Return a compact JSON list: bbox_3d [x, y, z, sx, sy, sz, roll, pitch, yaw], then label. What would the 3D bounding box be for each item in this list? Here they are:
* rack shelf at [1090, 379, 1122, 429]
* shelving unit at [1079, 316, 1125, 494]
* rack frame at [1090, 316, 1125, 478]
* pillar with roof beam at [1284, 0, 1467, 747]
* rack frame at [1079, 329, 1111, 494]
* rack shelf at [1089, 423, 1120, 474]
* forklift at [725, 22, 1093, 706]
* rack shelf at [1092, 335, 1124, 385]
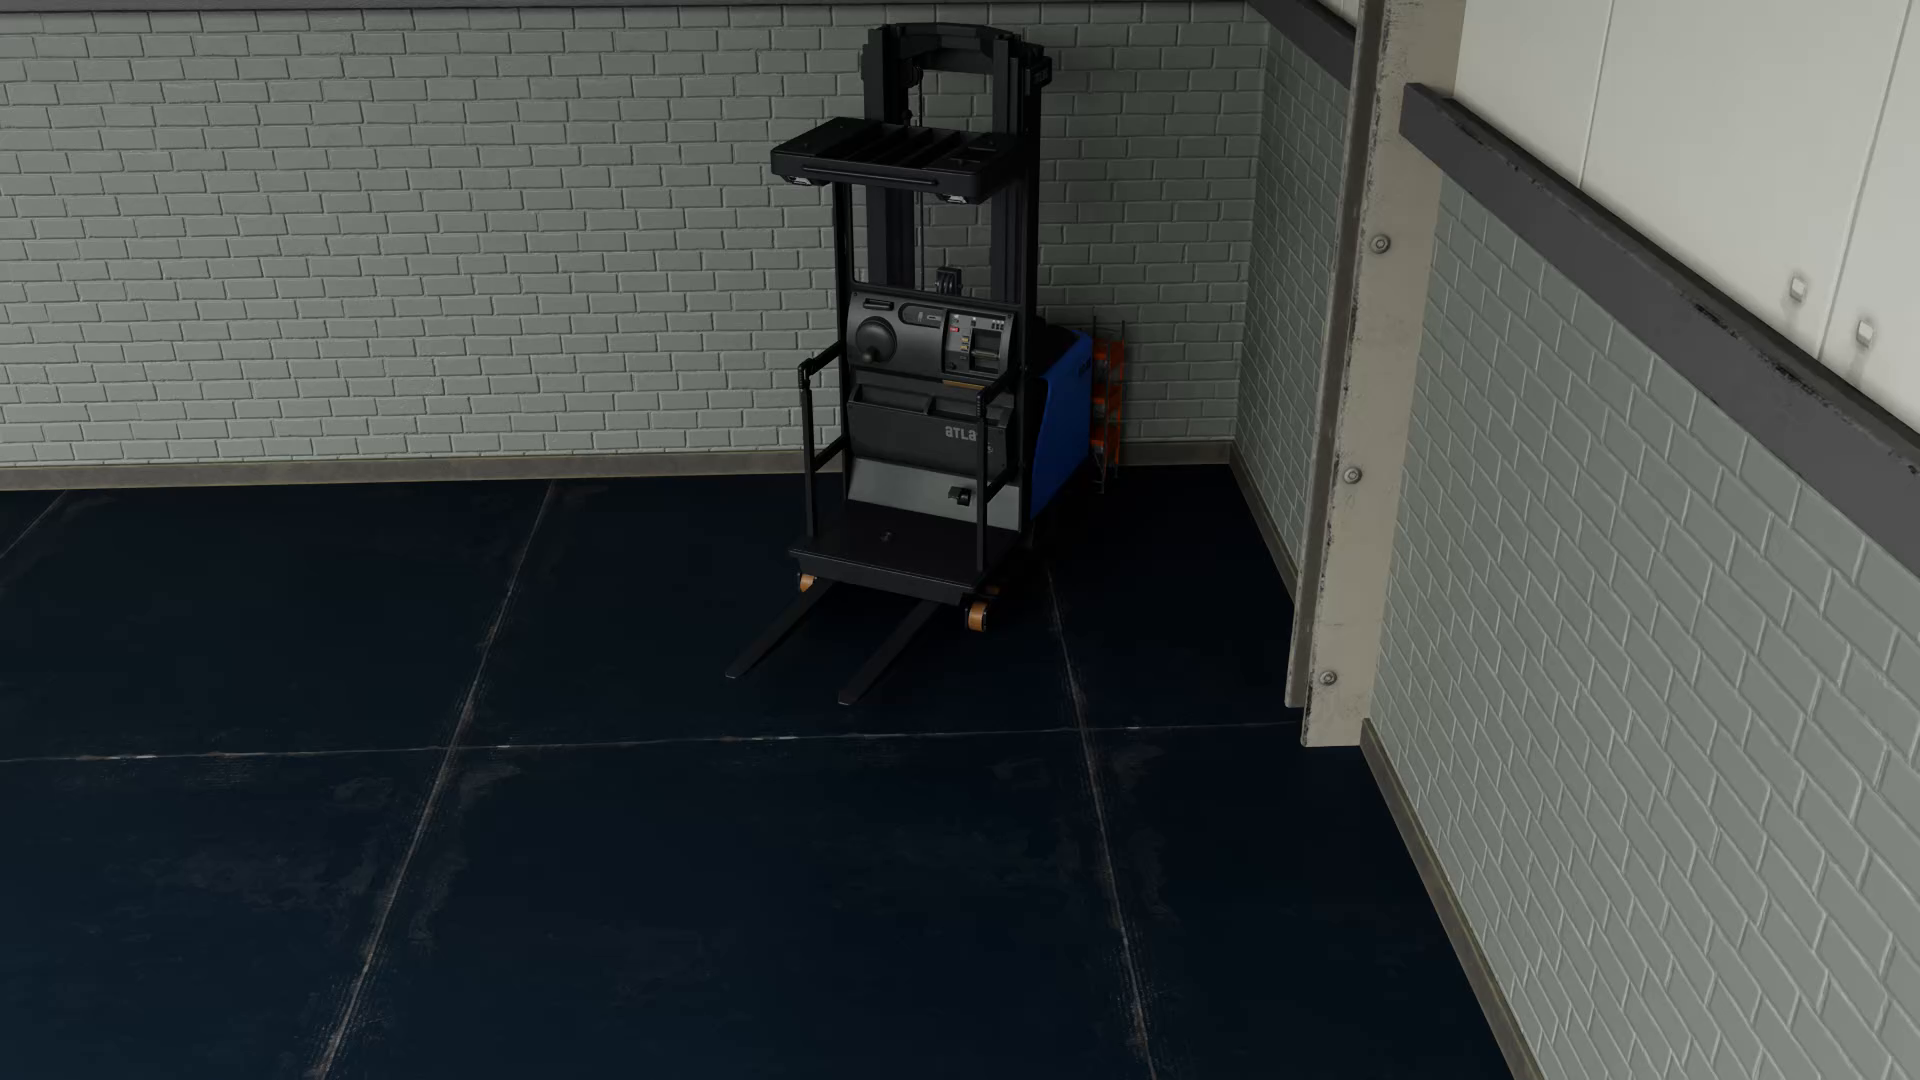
[{"bbox_3d":[0.851,-0.814,10.198,0.215,0.259,0.240,12,30,21],"label":"rack shelf"},{"bbox_3d":[0.851,-0.823,10.193,0.215,1.050,0.252,12,30,21],"label":"shelving unit"},{"bbox_3d":[0.901,-0.875,10.292,0.200,1.050,0.008,12,30,21],"label":"rack frame"},{"bbox_3d":[-2.532,-3.003,5.776,9.100,9.000,0.400,-1,28,-3],"label":"pillar with roof beam"},{"bbox_3d":[0.800,-0.772,10.095,0.200,1.050,0.008,12,30,21],"label":"rack frame"},{"bbox_3d":[0.851,-0.567,10.327,0.215,0.259,0.240,12,30,21],"label":"rack shelf"},{"bbox_3d":[-0.241,-1.034,8.563,1.130,2.935,3.031,11,29,20],"label":"forklift"},{"bbox_3d":[0.851,-1.065,10.067,0.215,0.259,0.240,12,30,21],"label":"rack shelf"}]
